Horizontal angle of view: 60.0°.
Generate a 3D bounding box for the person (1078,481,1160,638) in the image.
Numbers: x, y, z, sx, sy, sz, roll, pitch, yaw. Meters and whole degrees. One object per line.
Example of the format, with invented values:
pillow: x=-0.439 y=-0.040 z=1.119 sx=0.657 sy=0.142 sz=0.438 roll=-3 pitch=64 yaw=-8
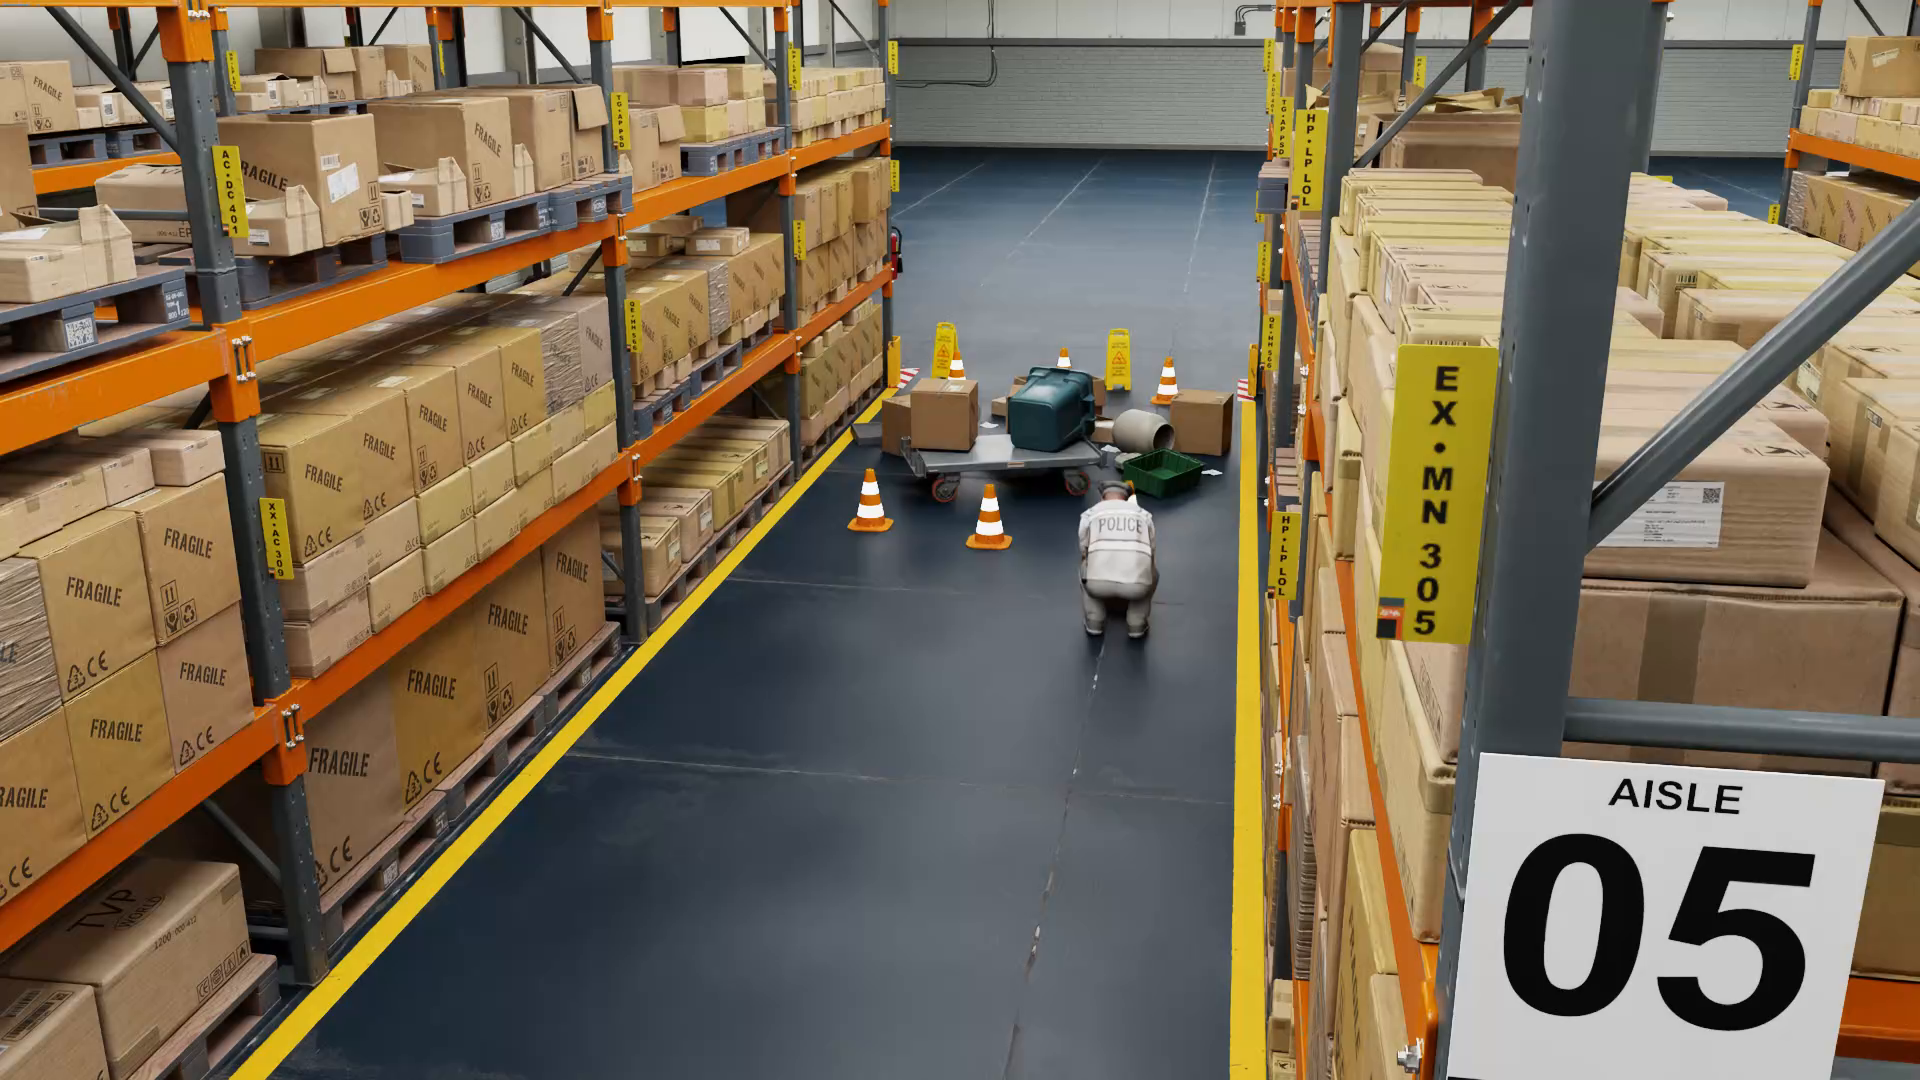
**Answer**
person: x=1.051 y=0.127 z=11.058 sx=0.554 sy=0.901 sz=0.956 roll=3 pitch=18 yaw=9
